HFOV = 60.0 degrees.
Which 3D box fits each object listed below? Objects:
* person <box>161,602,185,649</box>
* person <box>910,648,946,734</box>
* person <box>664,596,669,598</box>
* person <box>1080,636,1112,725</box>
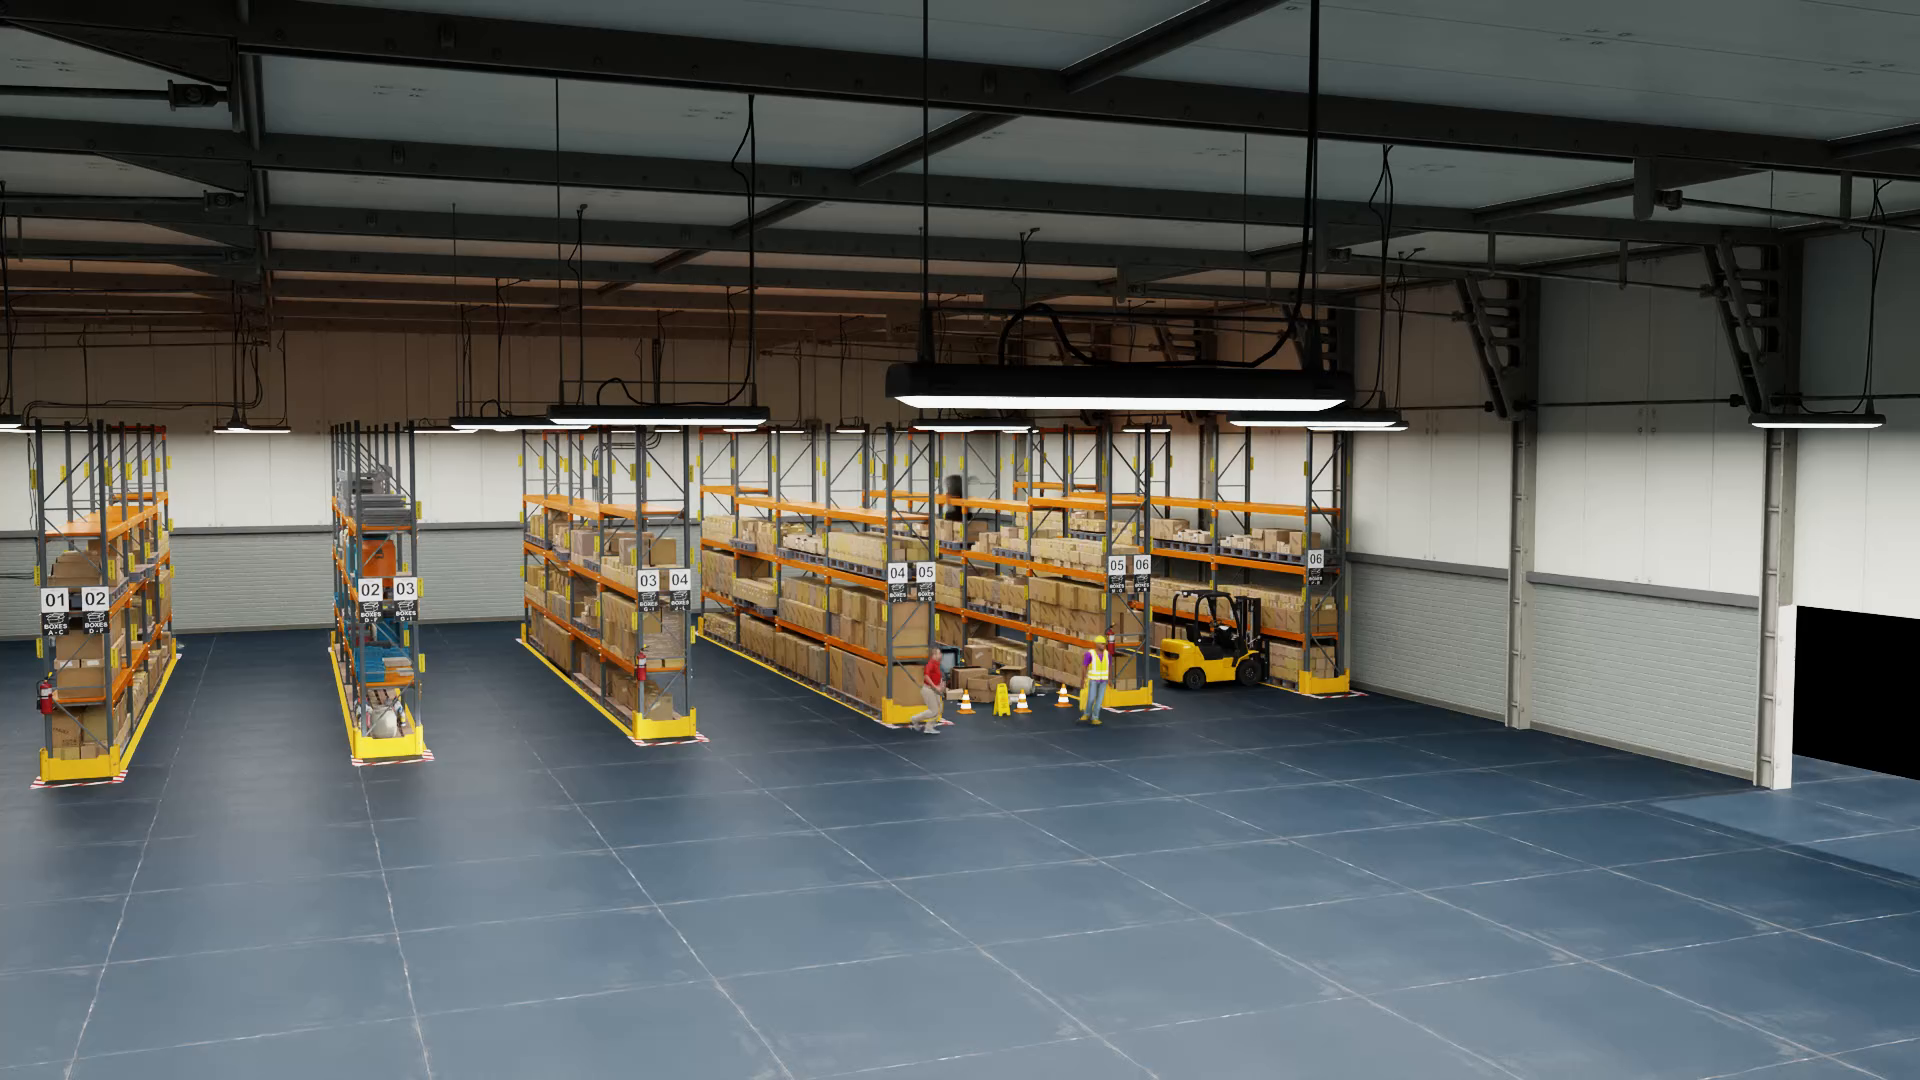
[{"bbox_3d":[-21.368,2.046,44.592,1.045,1.752,0.767,1,4,12],"label":"person"},{"bbox_3d":[-0.625,2.906,31.937,0.645,1.662,0.663,1,4,9],"label":"person"},{"bbox_3d":[-8.461,1.915,47.450,0.595,1.743,0.768,0,4,-2],"label":"person"},{"bbox_3d":[2.692,2.773,32.957,0.637,1.758,0.447,-2,4,-24],"label":"person"}]
